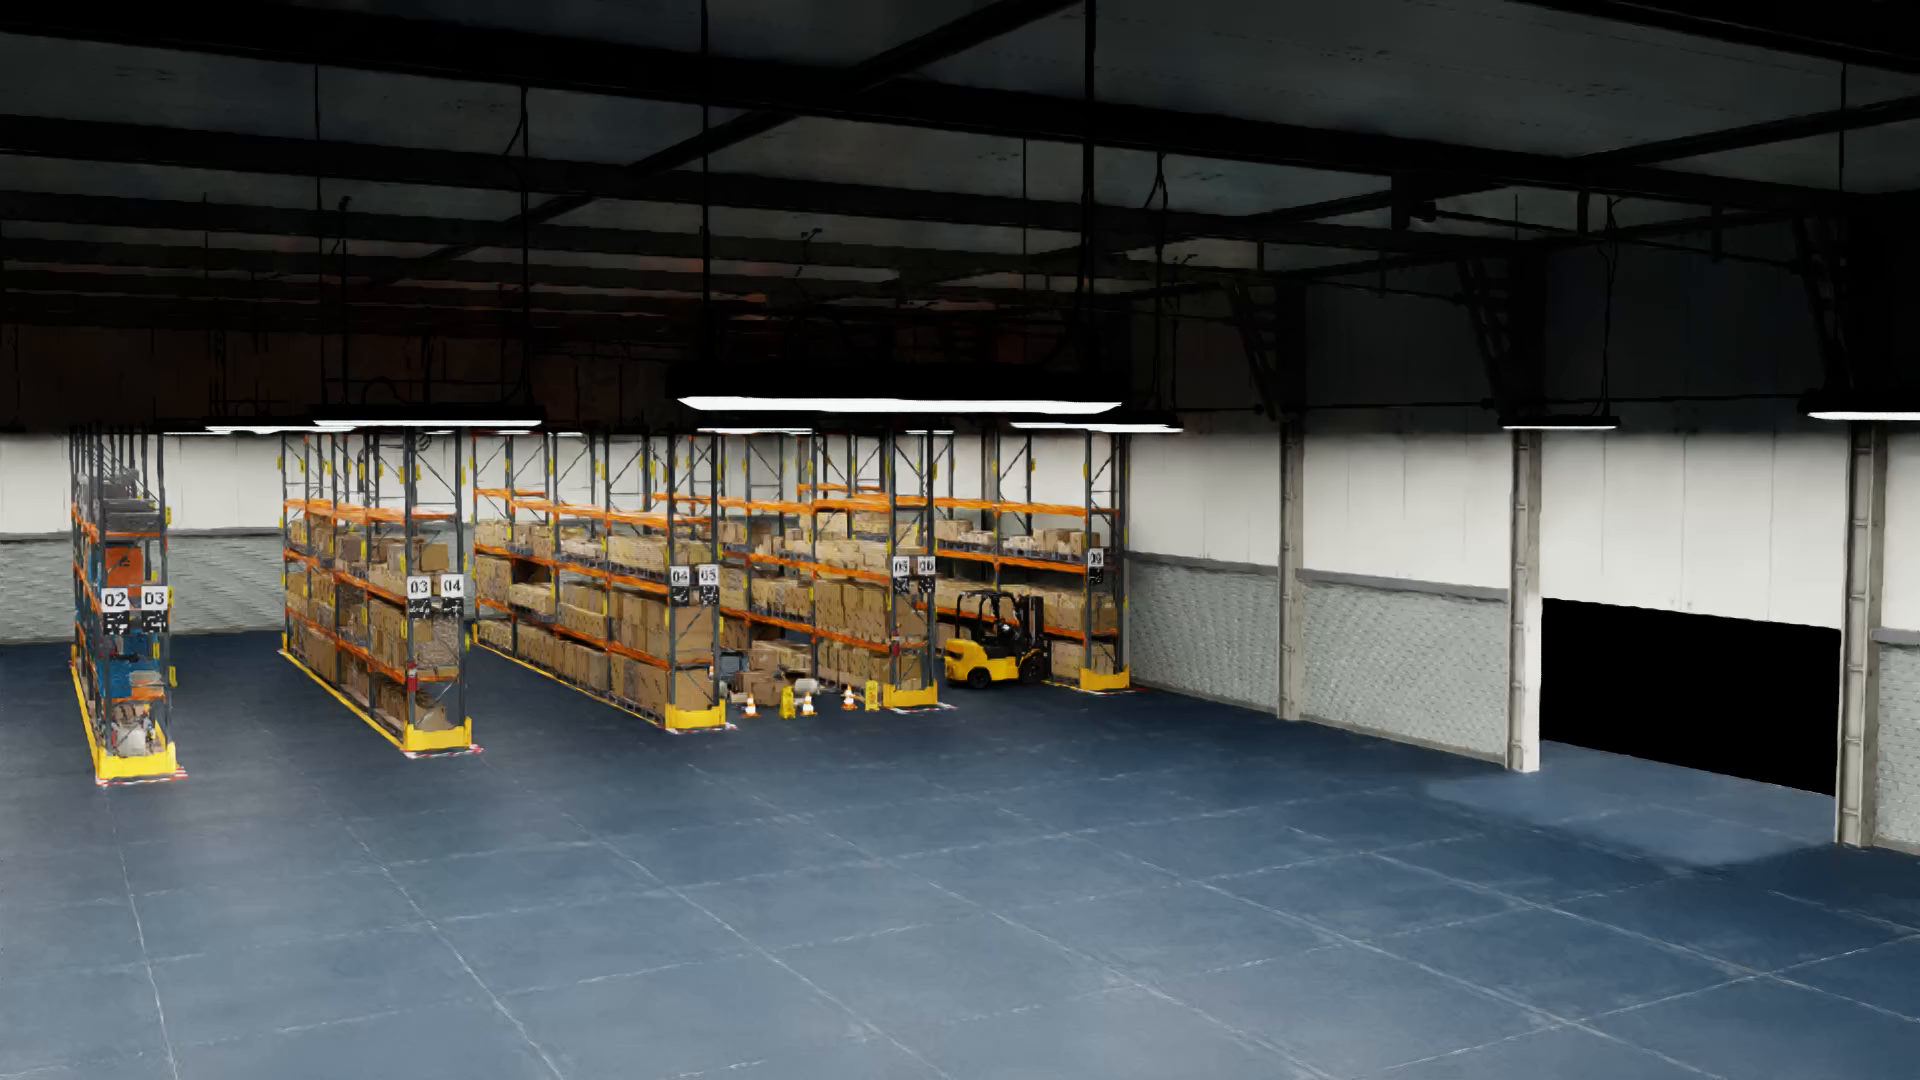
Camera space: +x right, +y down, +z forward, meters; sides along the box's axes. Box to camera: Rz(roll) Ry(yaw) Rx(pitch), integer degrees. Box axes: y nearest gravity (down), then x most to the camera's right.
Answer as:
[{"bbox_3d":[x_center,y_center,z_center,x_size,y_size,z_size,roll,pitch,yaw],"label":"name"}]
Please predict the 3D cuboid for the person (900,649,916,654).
[{"bbox_3d":[-1.227,2.405,39.131,0.582,1.776,0.450,2,4,29],"label":"person"}]
